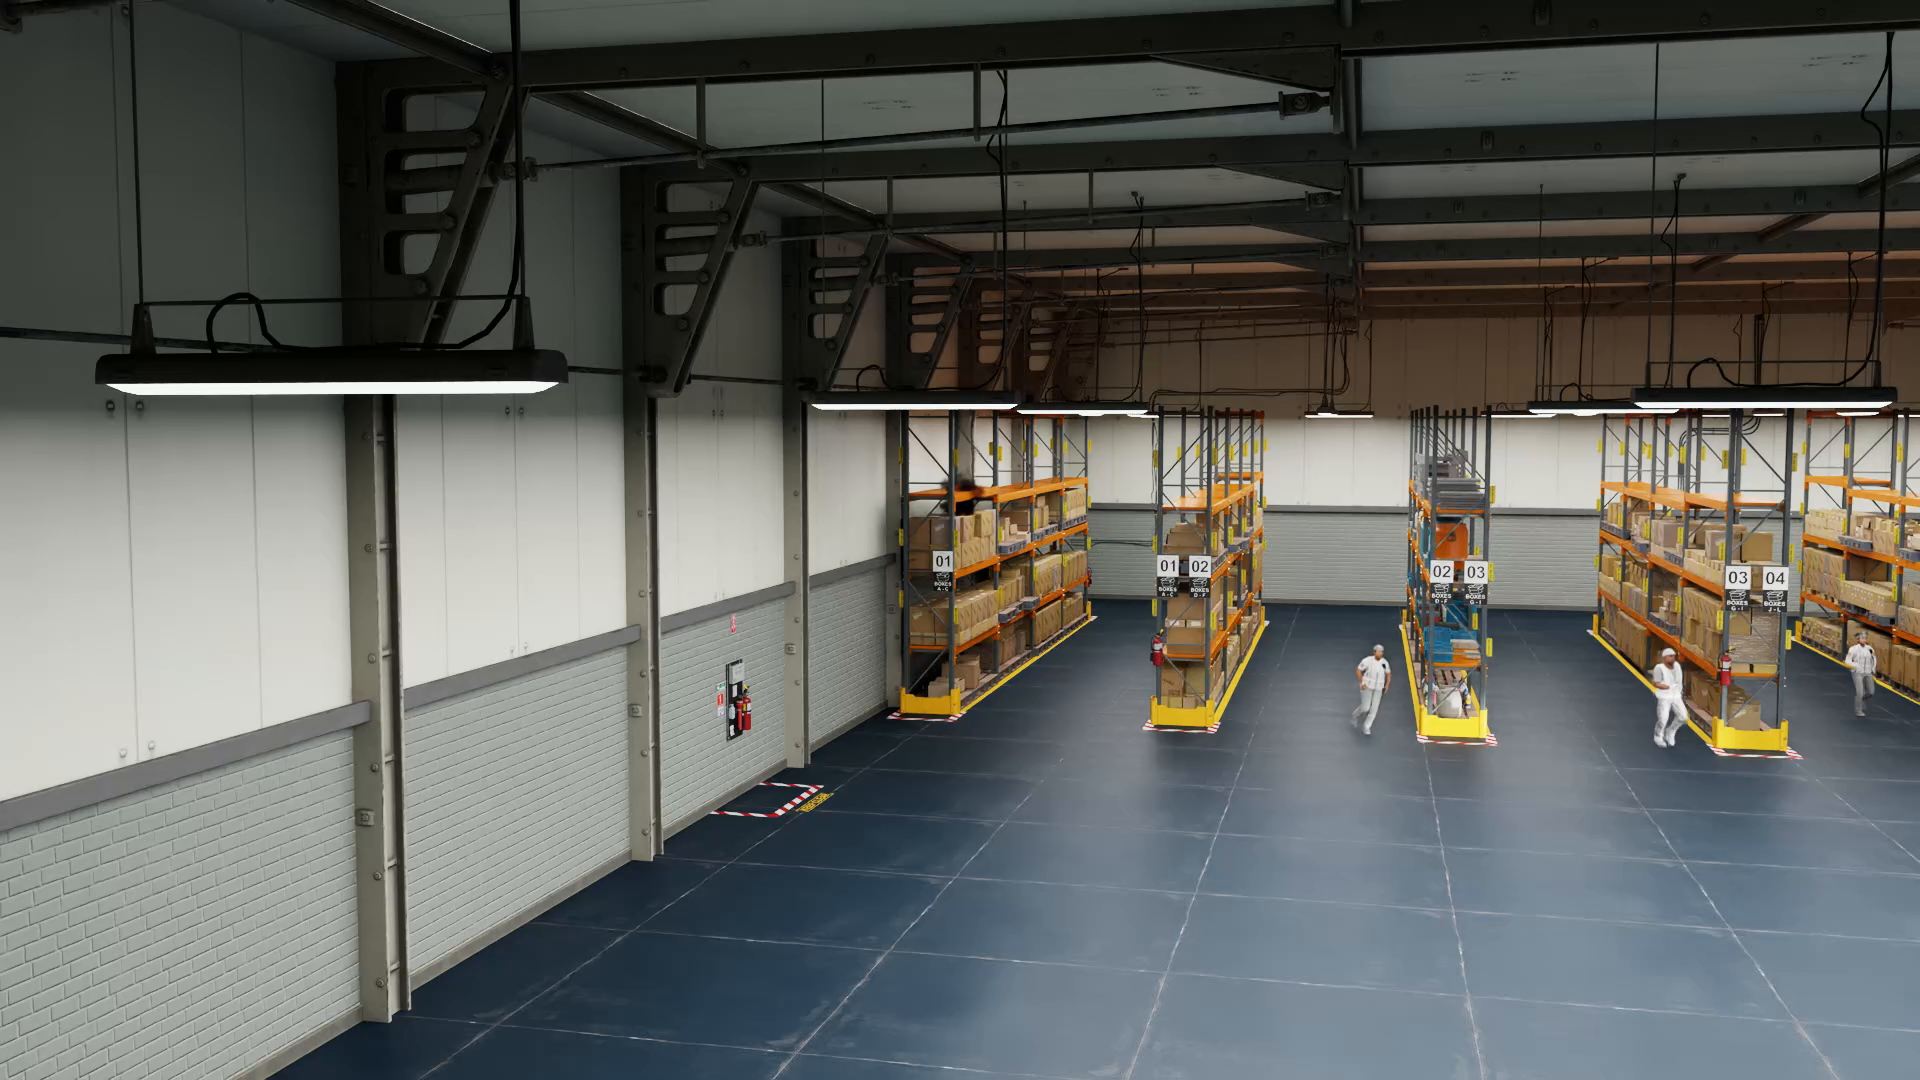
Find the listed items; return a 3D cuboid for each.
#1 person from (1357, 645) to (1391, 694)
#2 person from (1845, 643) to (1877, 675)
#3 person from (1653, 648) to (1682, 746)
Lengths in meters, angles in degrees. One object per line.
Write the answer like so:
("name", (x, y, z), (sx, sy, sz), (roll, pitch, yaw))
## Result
("person", (7.634, 2.362, 30.560), (0.632, 0.879, 0.408), (0, 4, -6))
("person", (17.484, 2.311, 32.154), (0.609, 0.588, 0.496), (0, 4, 6))
("person", (12.325, 2.743, 29.054), (0.484, 1.738, 0.484), (-1, 4, -10))
